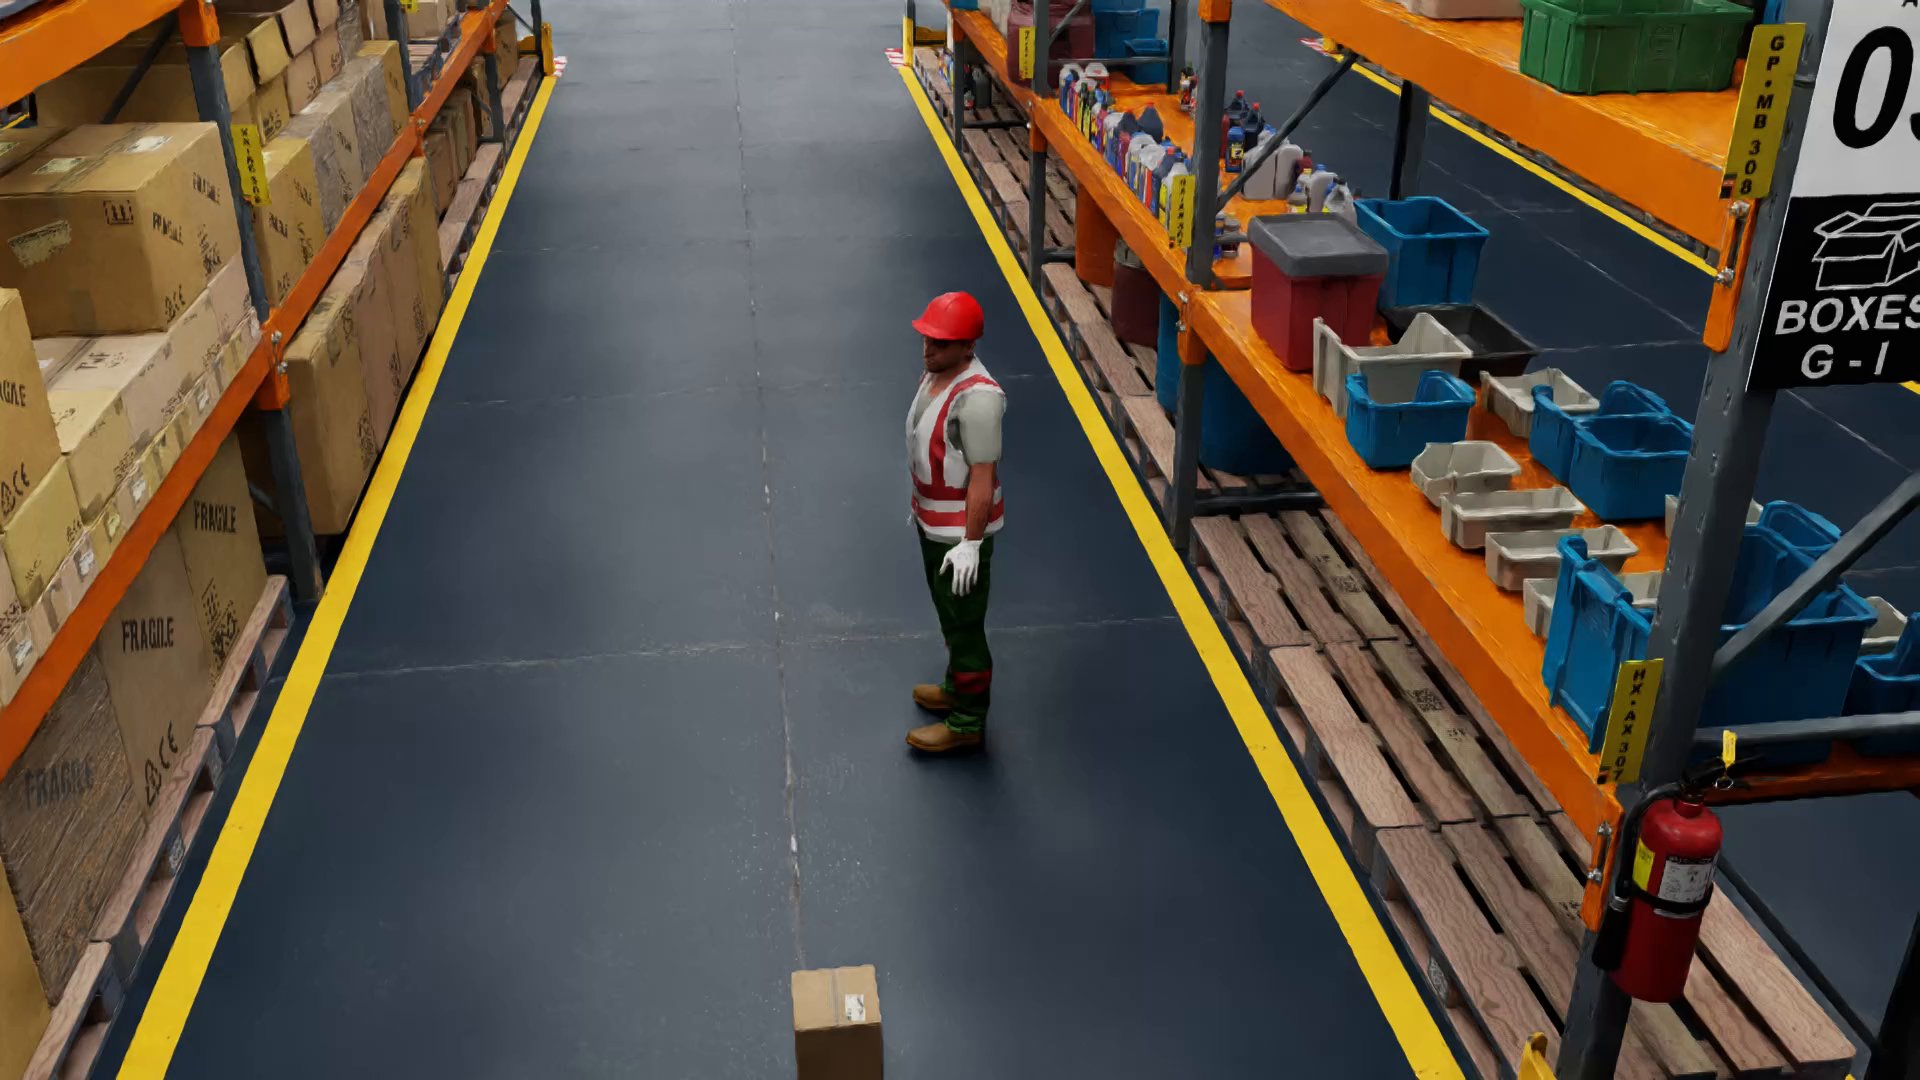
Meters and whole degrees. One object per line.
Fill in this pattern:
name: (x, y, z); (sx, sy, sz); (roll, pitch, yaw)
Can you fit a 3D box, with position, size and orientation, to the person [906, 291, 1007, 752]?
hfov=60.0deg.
person: (-0.047, -0.054, 6.131); (0.377, 1.797, 0.632); (-7, 28, -14)
